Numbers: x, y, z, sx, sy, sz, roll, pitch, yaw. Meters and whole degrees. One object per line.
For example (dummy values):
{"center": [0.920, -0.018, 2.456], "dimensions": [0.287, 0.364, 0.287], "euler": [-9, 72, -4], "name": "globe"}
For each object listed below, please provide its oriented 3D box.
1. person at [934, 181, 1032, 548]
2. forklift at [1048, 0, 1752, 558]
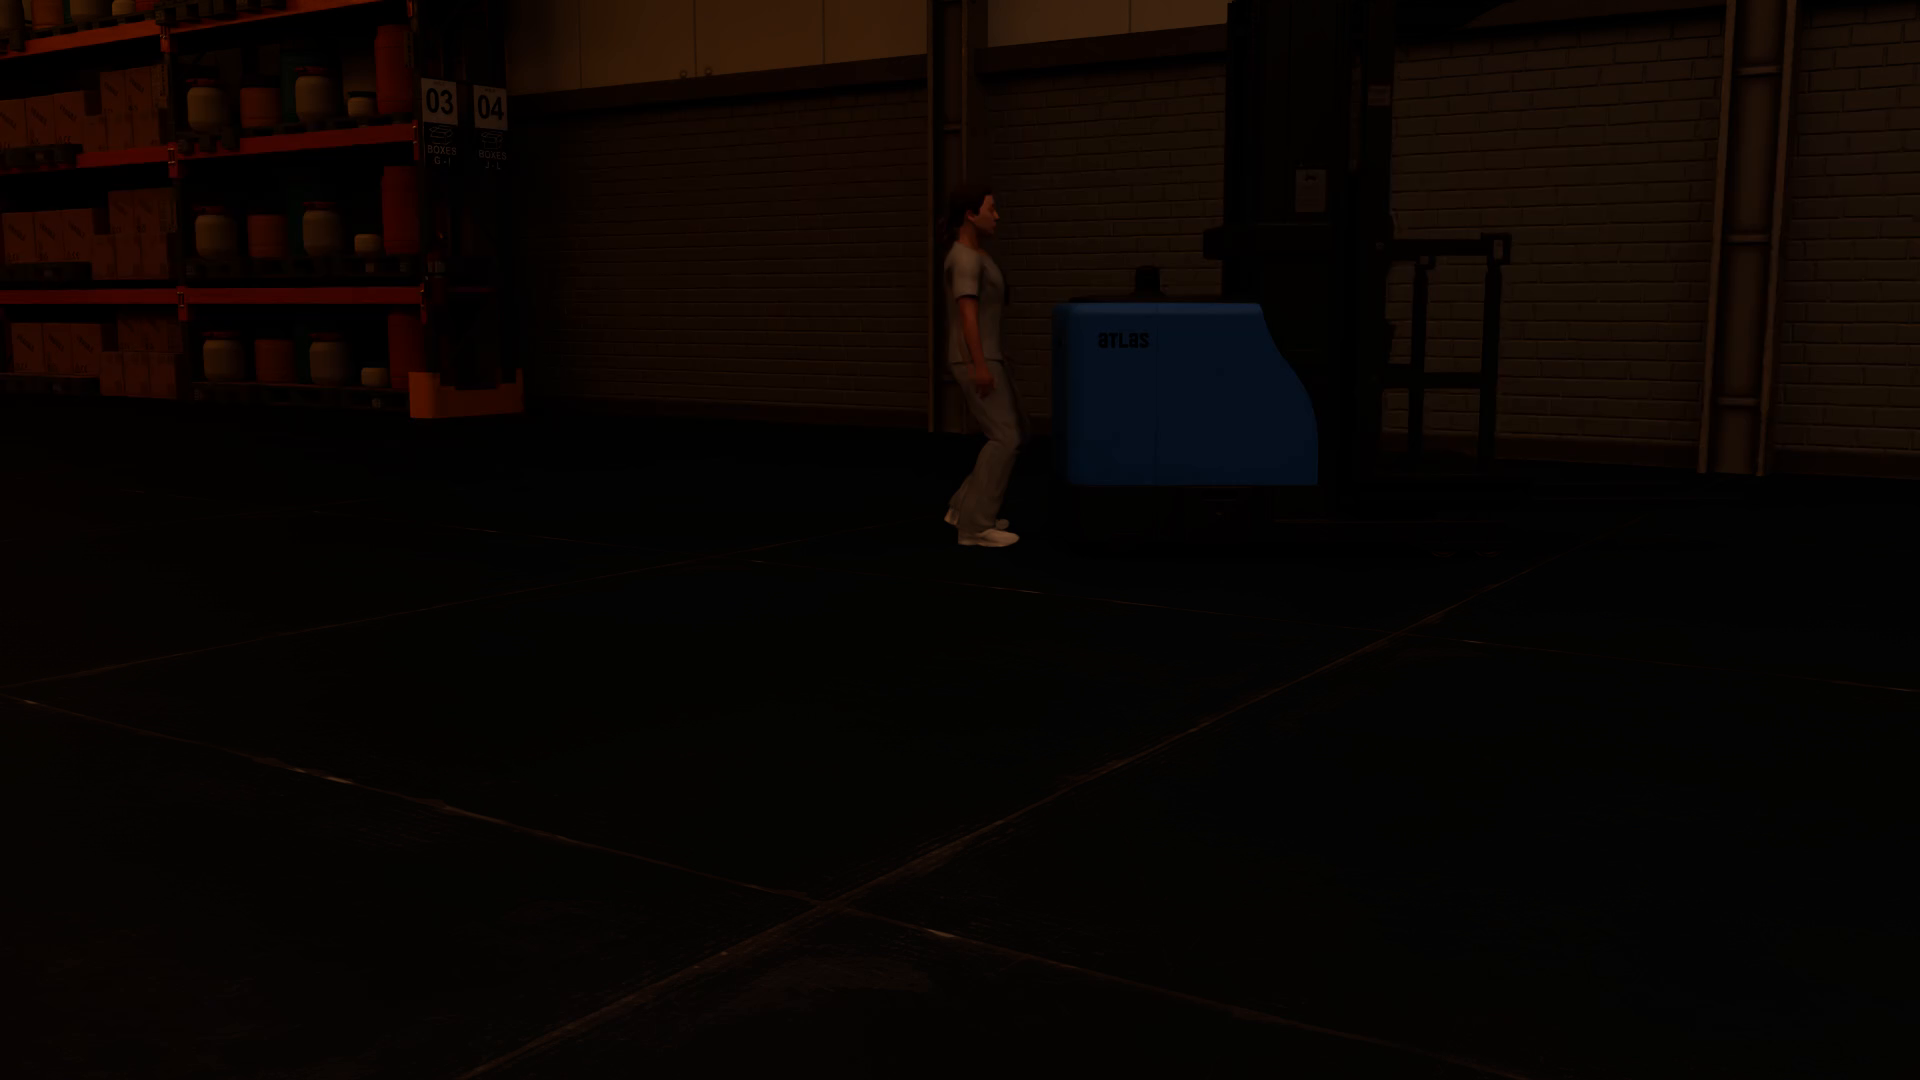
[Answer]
{"center": [0.099, -0.795, 7.489], "dimensions": [0.440, 1.613, 0.648], "euler": [1, 8, 4], "name": "person"}
{"center": [1.947, -1.449, 7.383], "dimensions": [3.031, 2.935, 1.130], "euler": [0, 8, -2], "name": "forklift"}
